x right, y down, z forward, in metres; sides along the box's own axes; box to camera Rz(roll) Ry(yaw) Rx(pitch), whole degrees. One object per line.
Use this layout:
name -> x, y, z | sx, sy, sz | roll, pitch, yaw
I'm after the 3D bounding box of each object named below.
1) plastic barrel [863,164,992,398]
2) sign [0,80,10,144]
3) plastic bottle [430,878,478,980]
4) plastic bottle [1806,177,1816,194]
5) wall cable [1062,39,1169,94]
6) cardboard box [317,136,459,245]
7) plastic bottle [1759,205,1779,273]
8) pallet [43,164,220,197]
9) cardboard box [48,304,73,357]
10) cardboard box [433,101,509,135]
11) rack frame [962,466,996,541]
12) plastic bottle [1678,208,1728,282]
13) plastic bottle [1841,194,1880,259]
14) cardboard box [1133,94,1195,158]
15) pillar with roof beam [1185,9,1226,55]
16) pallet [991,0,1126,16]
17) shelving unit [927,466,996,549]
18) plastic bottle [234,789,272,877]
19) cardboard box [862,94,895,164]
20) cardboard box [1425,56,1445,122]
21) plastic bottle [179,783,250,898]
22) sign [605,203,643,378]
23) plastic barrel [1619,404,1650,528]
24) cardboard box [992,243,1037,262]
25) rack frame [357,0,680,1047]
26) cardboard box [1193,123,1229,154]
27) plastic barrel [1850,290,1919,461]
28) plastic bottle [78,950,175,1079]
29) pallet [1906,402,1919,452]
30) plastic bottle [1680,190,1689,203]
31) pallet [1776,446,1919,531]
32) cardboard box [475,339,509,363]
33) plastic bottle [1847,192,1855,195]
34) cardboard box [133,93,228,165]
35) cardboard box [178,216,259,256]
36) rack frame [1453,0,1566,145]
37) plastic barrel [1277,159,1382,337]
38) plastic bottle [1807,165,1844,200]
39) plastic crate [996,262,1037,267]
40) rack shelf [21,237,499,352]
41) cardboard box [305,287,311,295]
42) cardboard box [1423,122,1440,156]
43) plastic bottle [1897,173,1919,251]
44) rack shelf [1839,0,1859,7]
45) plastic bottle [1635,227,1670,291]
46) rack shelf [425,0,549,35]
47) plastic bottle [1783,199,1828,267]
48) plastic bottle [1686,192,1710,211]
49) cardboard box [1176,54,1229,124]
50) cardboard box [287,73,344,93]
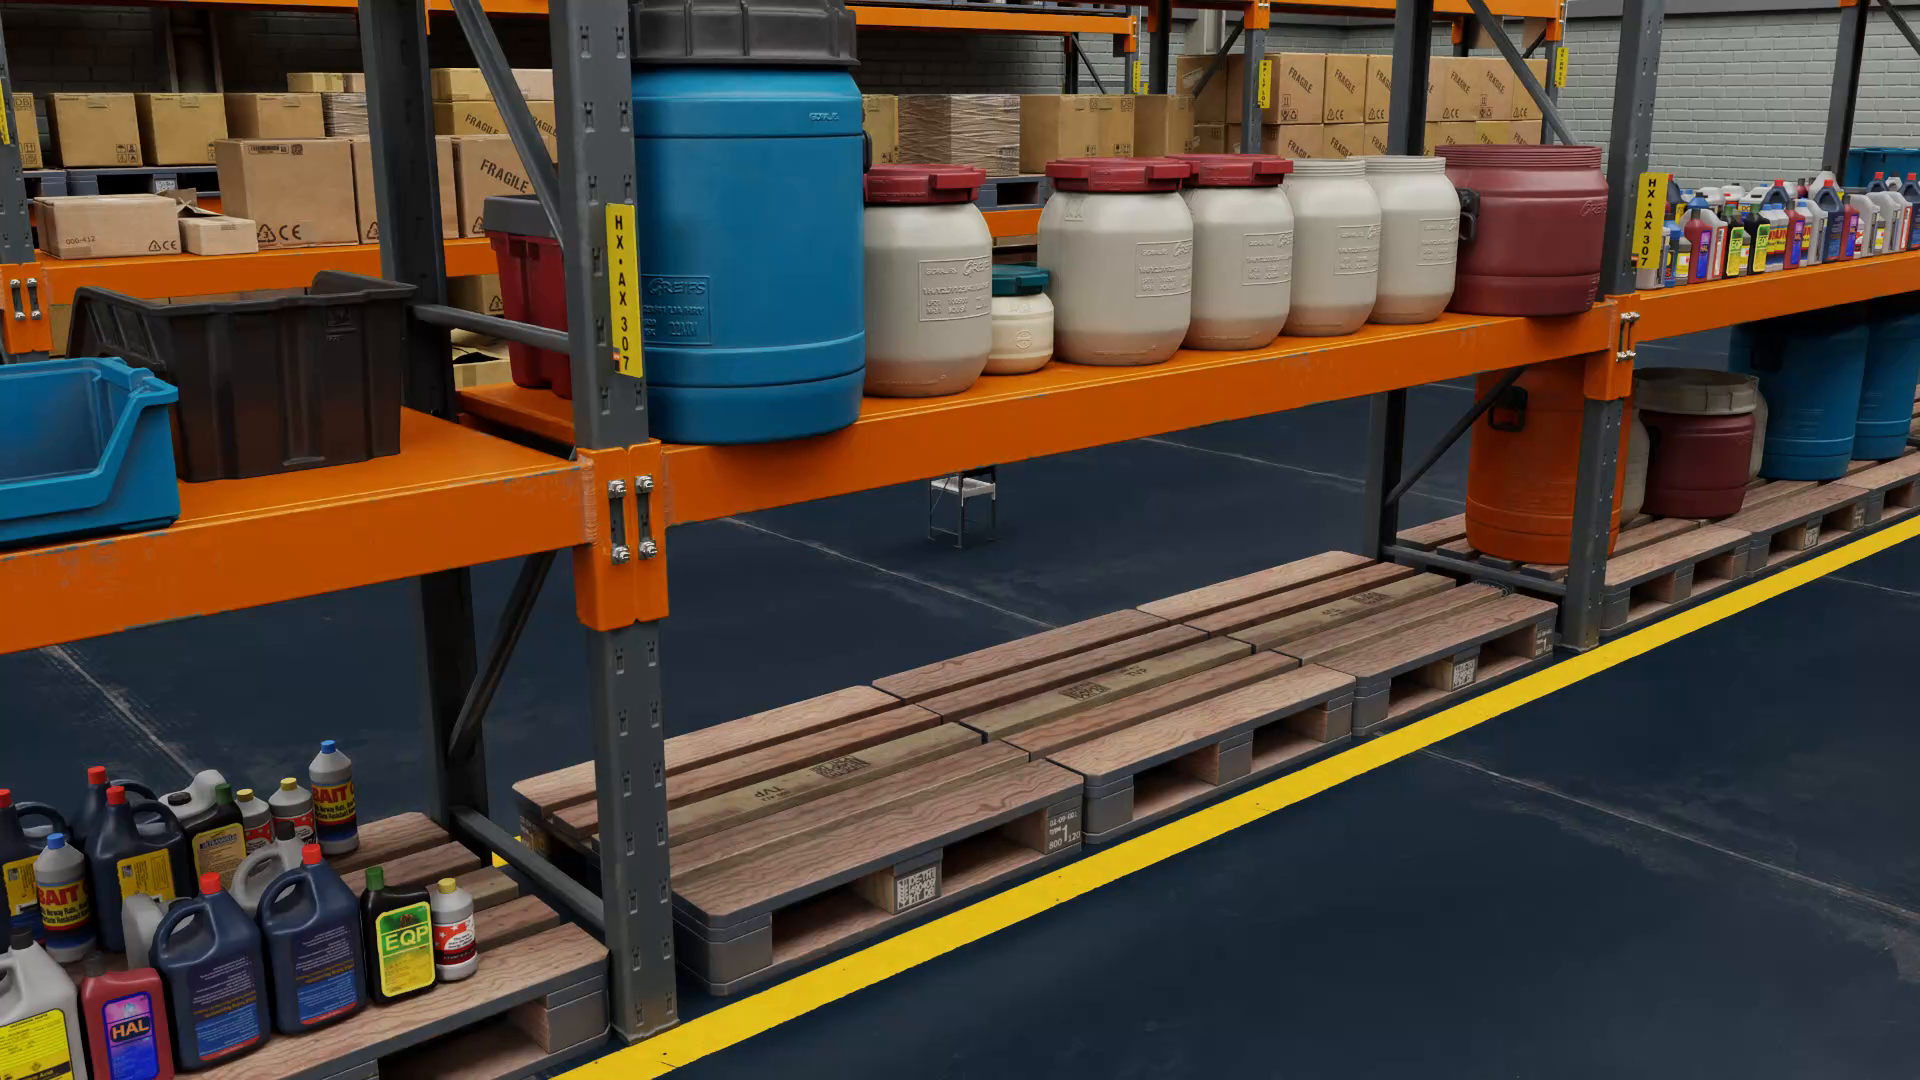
plastic barrel -> -0.132, -0.639, 4.066 | 0.433, 0.535, 0.433 | 0, 15, 0
sign -> -3.881, -1.768, 6.724 | 0.005, 0.325, 0.100 | -13, 19, -39
plastic bottle -> -1.067, 0.808, 3.484 | 0.097, 0.201, 0.097 | 0, 15, 0
plastic bottle -> 4.480, -1.774, 8.804 | 0.133, 0.283, 0.061 | -13, 19, -39
wall cable -> 1.896, -5.307, 19.838 | 1.851, 1.984, 0.084 | -13, 19, -39
cardboard box -> -2.881, -1.768, 8.363 | 0.500, 0.500, 0.500 | -13, 19, -39
plastic bottle -> 3.287, -1.234, 6.807 | 0.097, 0.271, 0.097 | 0, 15, 0
pallet -> -5.950, -2.624, 12.134 | 1.213, 0.211, 1.003 | -13, 19, -39
cardboard box -> -6.600, -1.613, 11.966 | 0.500, 0.500, 0.700 | -13, 20, -40
cardboard box -> -3.949, -3.294, 13.462 | 0.500, 0.500, 0.500 | -12, 19, -38
rack frame -> 0.083, -0.453, 7.703 | 0.006, 0.900, 0.240 | -13, 19, -39
plastic bottle -> 2.907, -1.160, 6.522 | 0.135, 0.276, 0.152 | -13, 19, -39
plastic bottle -> 4.019, -1.410, 7.457 | 0.135, 0.276, 0.152 | -13, 19, -39
cardboard box -> 1.284, -2.989, 12.119 | 0.700, 0.500, 0.500 | 8, 17, 28
pillar with roof beam -> 5.846, -7.102, 16.899 | 0.400, 9.000, 9.100 | -13, 19, -39
pallet -> 0.999, -5.694, 17.614 | 1.213, 0.211, 1.003 | -13, 19, -39
shelving unit -> 0.006, -0.436, 7.639 | 0.210, 0.900, 0.258 | -13, 19, -39
plastic bottle -> -1.680, 0.689, 3.930 | 0.097, 0.201, 0.097 | 0, 15, 0
cardboard box -> -0.828, -2.476, 10.201 | 0.700, 0.500, 0.500 | 8, 17, 28
cardboard box -> 3.495, -3.593, 13.256 | 0.500, 0.500, 0.500 | -12, 19, -38
plastic bottle -> -1.682, 0.695, 3.746 | 0.133, 0.283, 0.061 | -13, 19, -39
sign -> -0.645, -0.479, 3.193 | 0.005, 0.325, 0.100 | -13, 19, -39
plastic barrel -> 2.745, -0.332, 7.186 | 0.421, 0.512, 0.421 | 0, 15, 0
cardboard box -> 0.509, -1.937, 11.729 | 0.500, 0.250, 0.500 | -13, 19, -39
rack frame -> -0.998, -0.454, 3.637 | 0.127, 3.000, 1.000 | -13, 19, -39
cardboard box -> 1.997, -2.957, 12.814 | 0.500, 0.500, 0.500 | -12, 19, -38
plastic barrel -> 4.616, -0.909, 8.595 | 0.708, 0.901, 0.600 | -13, 19, -39
plastic bottle -> -1.535, 0.879, 3.057 | 0.133, 0.283, 0.061 | -11, 19, -36
pallet -> 5.566, -0.594, 9.565 | 1.213, 0.211, 1.003 | -13, 19, -39
plastic bottle -> 3.385, -1.516, 7.862 | 0.097, 0.271, 0.097 | 0, 15, 0
pallet -> 4.428, -0.339, 8.611 | 1.213, 0.211, 1.003 | -13, 19, -39
cardboard box -> -2.233, -0.931, 8.850 | 0.500, 0.311, 0.500 | -13, 20, -40
plastic bottle -> 4.099, -1.468, 7.684 | 0.097, 0.271, 0.097 | 0, 15, 0
cardboard box -> -5.757, -3.024, 12.213 | 0.500, 0.500, 0.700 | -13, 19, -39
cardboard box -> -3.444, -1.408, 7.695 | 0.250, 0.149, 0.380 | -13, 19, -39
rack frame -> 4.806, -3.452, 14.860 | 0.127, 3.000, 1.000 | -13, 19, -39
plastic barrel -> 1.066, -0.898, 5.084 | 0.421, 0.512, 0.421 | 0, 15, 0
plastic bottle -> 4.528, -1.782, 8.704 | 0.185, 0.351, 0.144 | -13, 19, -39
plastic crate -> 0.131, -0.702, 4.974 | 0.662, 0.188, 0.450 | -13, 19, -39
rack shelf -> -2.738, -1.410, 8.611 | 4.000, 0.370, 1.077 | -13, 19, -39
cardboard box -> -4.993, -1.933, 13.165 | 0.500, 0.500, 0.700 | -12, 19, -39
cardboard box -> 3.497, -3.114, 13.401 | 0.500, 0.500, 0.500 | -13, 20, -40
plastic bottle -> 4.419, -1.535, 7.778 | 0.185, 0.351, 0.144 | -13, 19, -39
rack shelf -> 3.528, -2.572, 7.148 | 4.000, 0.370, 1.077 | -13, 19, -39
plastic bottle -> 2.558, -1.082, 6.229 | 0.135, 0.276, 0.152 | -13, 19, -39
rack shelf -> -2.975, -4.501, 14.368 | 4.000, 0.370, 1.077 | -13, 19, -39
plastic bottle -> 3.604, -1.317, 7.108 | 0.135, 0.276, 0.152 | -13, 19, -39
plastic bottle -> 3.407, -1.471, 7.695 | 0.097, 0.271, 0.097 | 0, 15, 0
cardboard box -> 2.000, -3.442, 12.690 | 0.500, 0.500, 0.500 | -13, 19, -39
cardboard box -> -4.957, -3.513, 12.785 | 0.380, 0.149, 0.250 | 12, 19, 38
